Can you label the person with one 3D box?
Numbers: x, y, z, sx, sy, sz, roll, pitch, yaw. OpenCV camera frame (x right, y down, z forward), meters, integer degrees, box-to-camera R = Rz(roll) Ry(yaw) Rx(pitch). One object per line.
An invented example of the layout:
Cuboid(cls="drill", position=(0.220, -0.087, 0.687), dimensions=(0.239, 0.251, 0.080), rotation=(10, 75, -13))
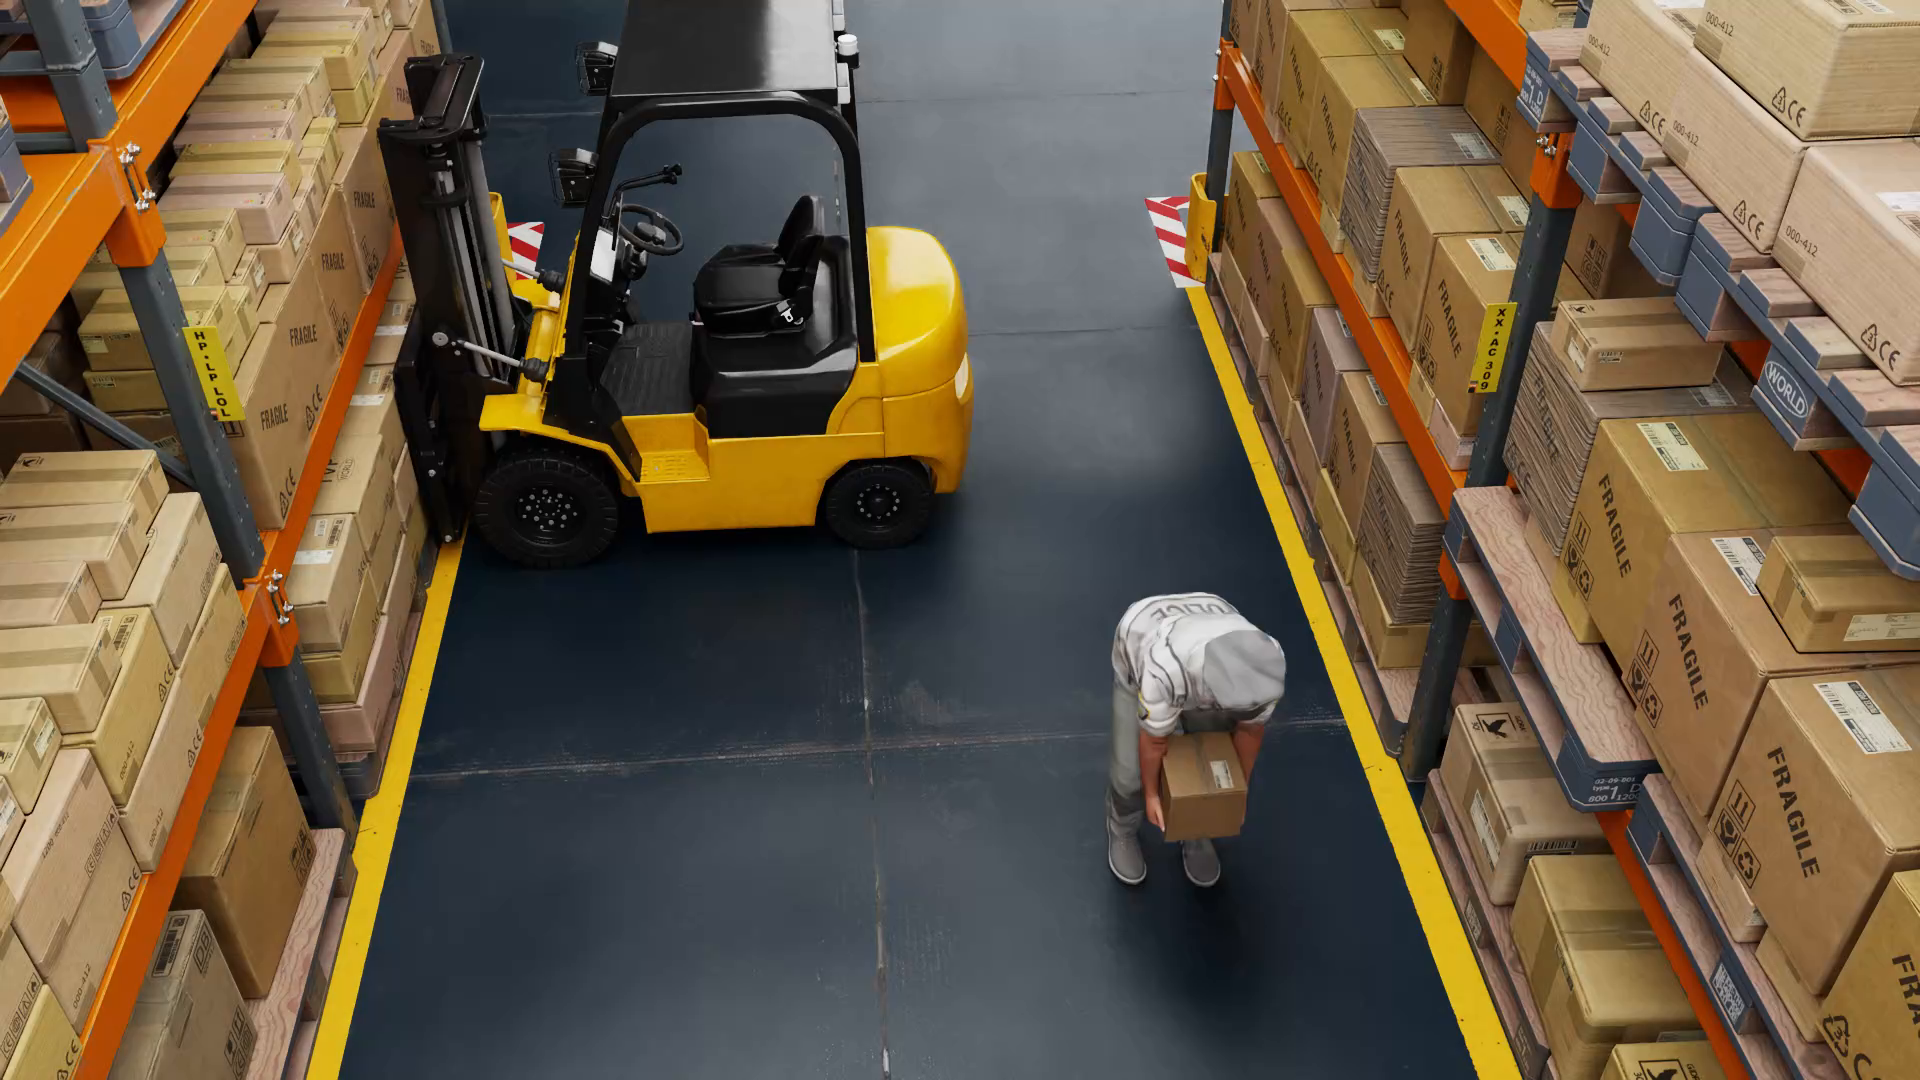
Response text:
Cuboid(cls="person", position=(0.772, 0.688, 5.524), dimensions=(0.478, 1.471, 0.919), rotation=(-5, 39, -6))
